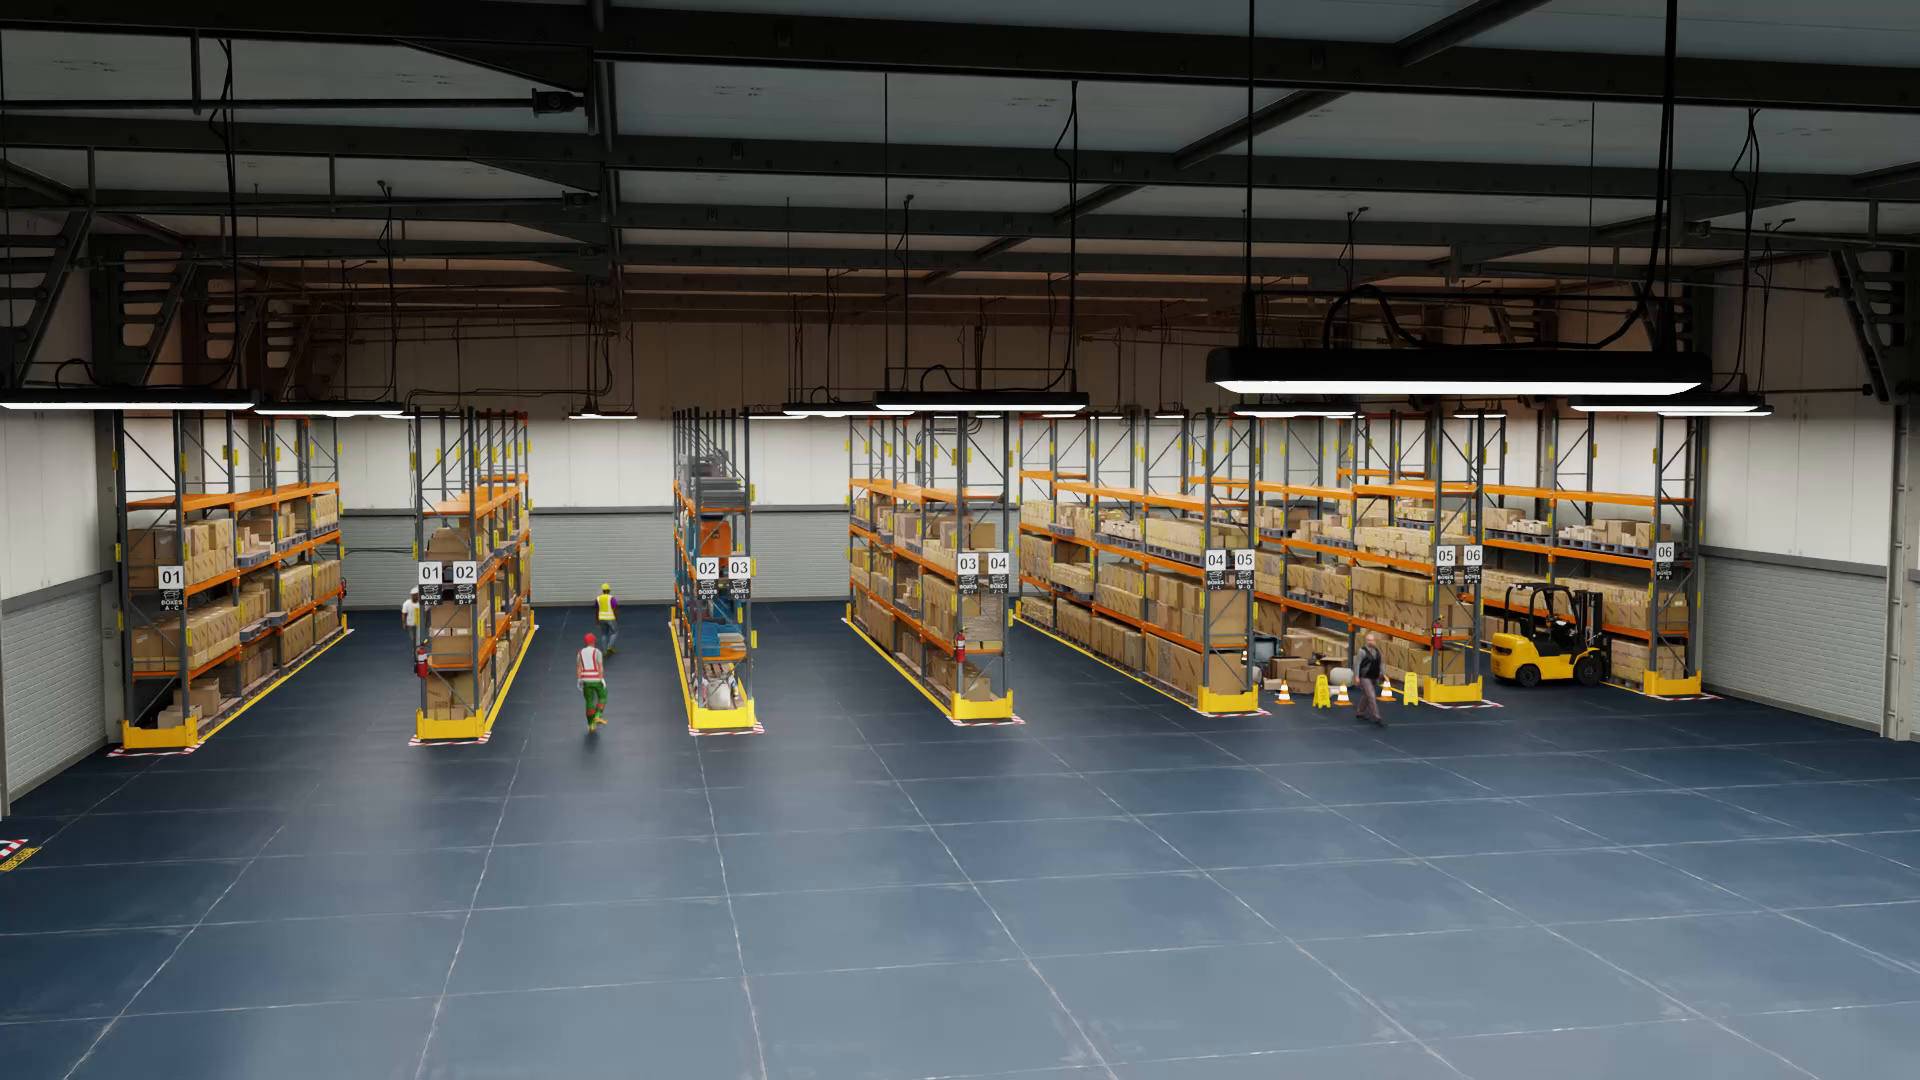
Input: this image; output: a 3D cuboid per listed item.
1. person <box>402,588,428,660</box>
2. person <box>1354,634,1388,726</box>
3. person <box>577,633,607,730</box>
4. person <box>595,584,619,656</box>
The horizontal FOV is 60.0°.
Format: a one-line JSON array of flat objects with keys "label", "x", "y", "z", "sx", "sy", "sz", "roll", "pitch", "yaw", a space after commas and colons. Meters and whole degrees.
[{"label": "person", "x": -13.103, "y": 2.011, "z": 39.917, "sx": 0.552, "sy": 1.704, "sz": 1.077, "roll": -1, "pitch": 4, "yaw": -8}, {"label": "person", "x": 7.795, "y": 2.621, "z": 31.454, "sx": 0.567, "sy": 1.678, "sz": 0.919, "roll": -2, "pitch": 5, "yaw": -31}, {"label": "person", "x": -6.847, "y": 2.631, "z": 30.906, "sx": 0.578, "sy": 1.781, "sz": 0.516, "roll": 0, "pitch": 4, "yaw": 0}, {"label": "person", "x": -8.627, "y": 1.956, "z": 40.622, "sx": 0.609, "sy": 1.769, "sz": 0.489, "roll": 1, "pitch": 4, "yaw": 18}]
